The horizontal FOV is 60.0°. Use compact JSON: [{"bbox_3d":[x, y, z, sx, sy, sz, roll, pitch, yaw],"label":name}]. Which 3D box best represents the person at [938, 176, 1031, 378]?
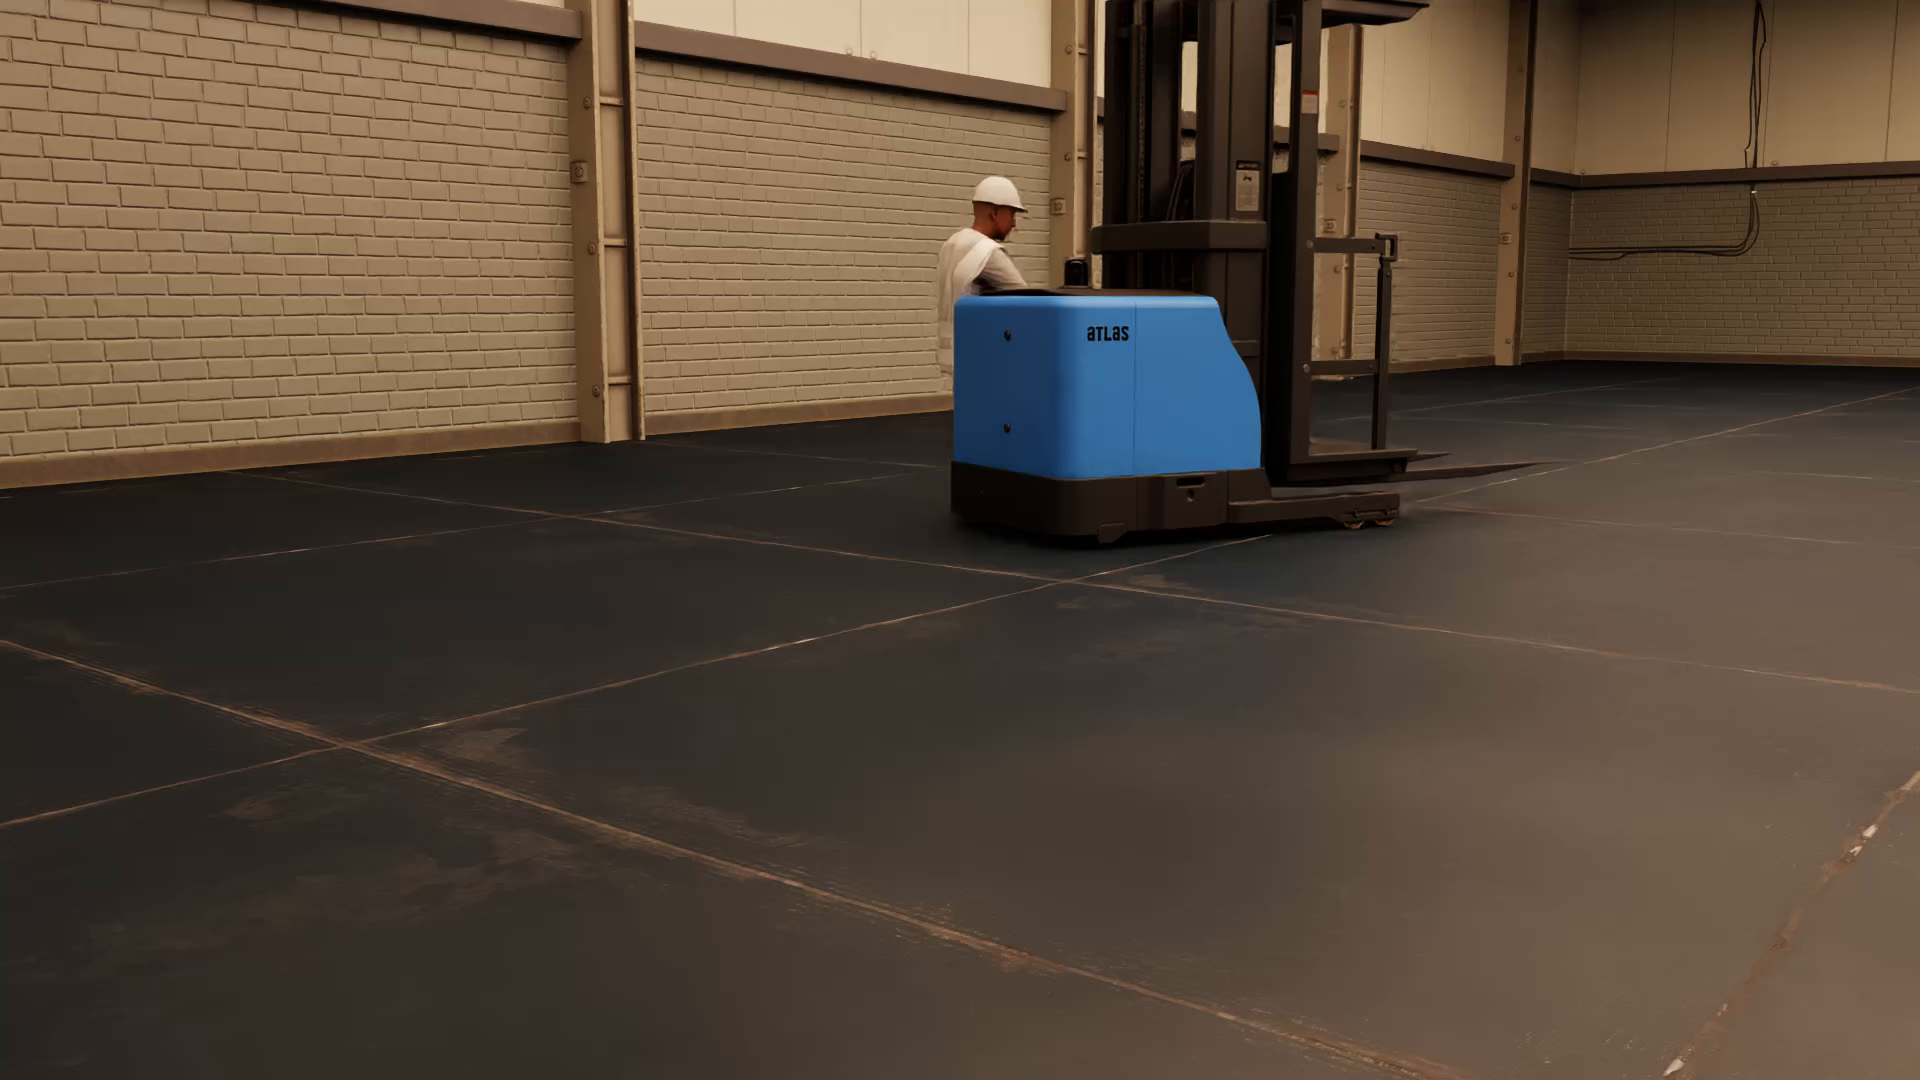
[{"bbox_3d":[0.234,-0.901,8.005,0.660,1.654,0.942,-2,9,-17],"label":"person"}]

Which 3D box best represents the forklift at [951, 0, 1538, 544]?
[{"bbox_3d":[1.497,-1.562,7.957,3.031,2.935,1.130,-5,10,-29],"label":"forklift"}]
